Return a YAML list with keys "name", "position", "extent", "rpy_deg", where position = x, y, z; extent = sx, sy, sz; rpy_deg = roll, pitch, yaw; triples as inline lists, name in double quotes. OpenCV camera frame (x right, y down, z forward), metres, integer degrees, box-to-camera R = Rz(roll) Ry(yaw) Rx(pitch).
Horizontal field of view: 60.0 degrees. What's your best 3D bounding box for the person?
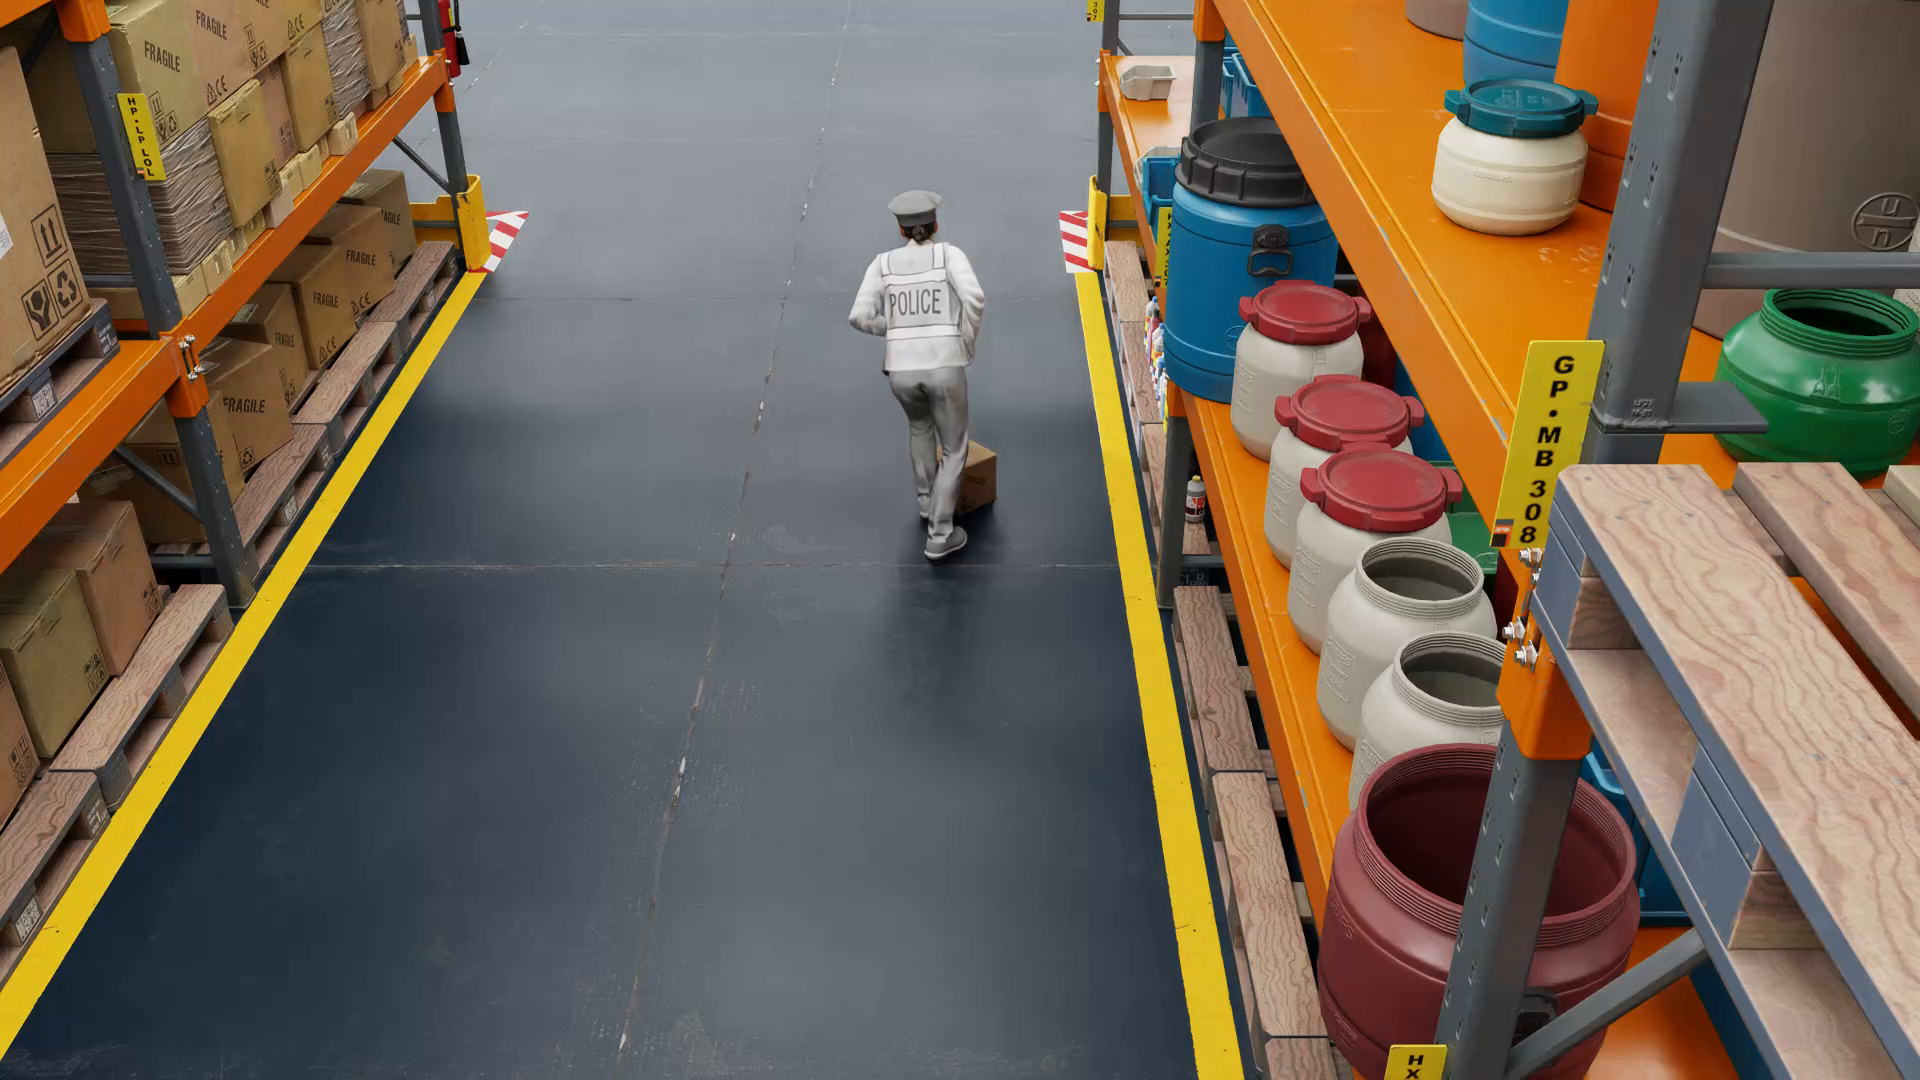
- name: "person"
  position: [-0.192, -0.741, 7.530]
  extent: [0.629, 1.472, 0.819]
  rpy_deg: [6, 32, 10]
